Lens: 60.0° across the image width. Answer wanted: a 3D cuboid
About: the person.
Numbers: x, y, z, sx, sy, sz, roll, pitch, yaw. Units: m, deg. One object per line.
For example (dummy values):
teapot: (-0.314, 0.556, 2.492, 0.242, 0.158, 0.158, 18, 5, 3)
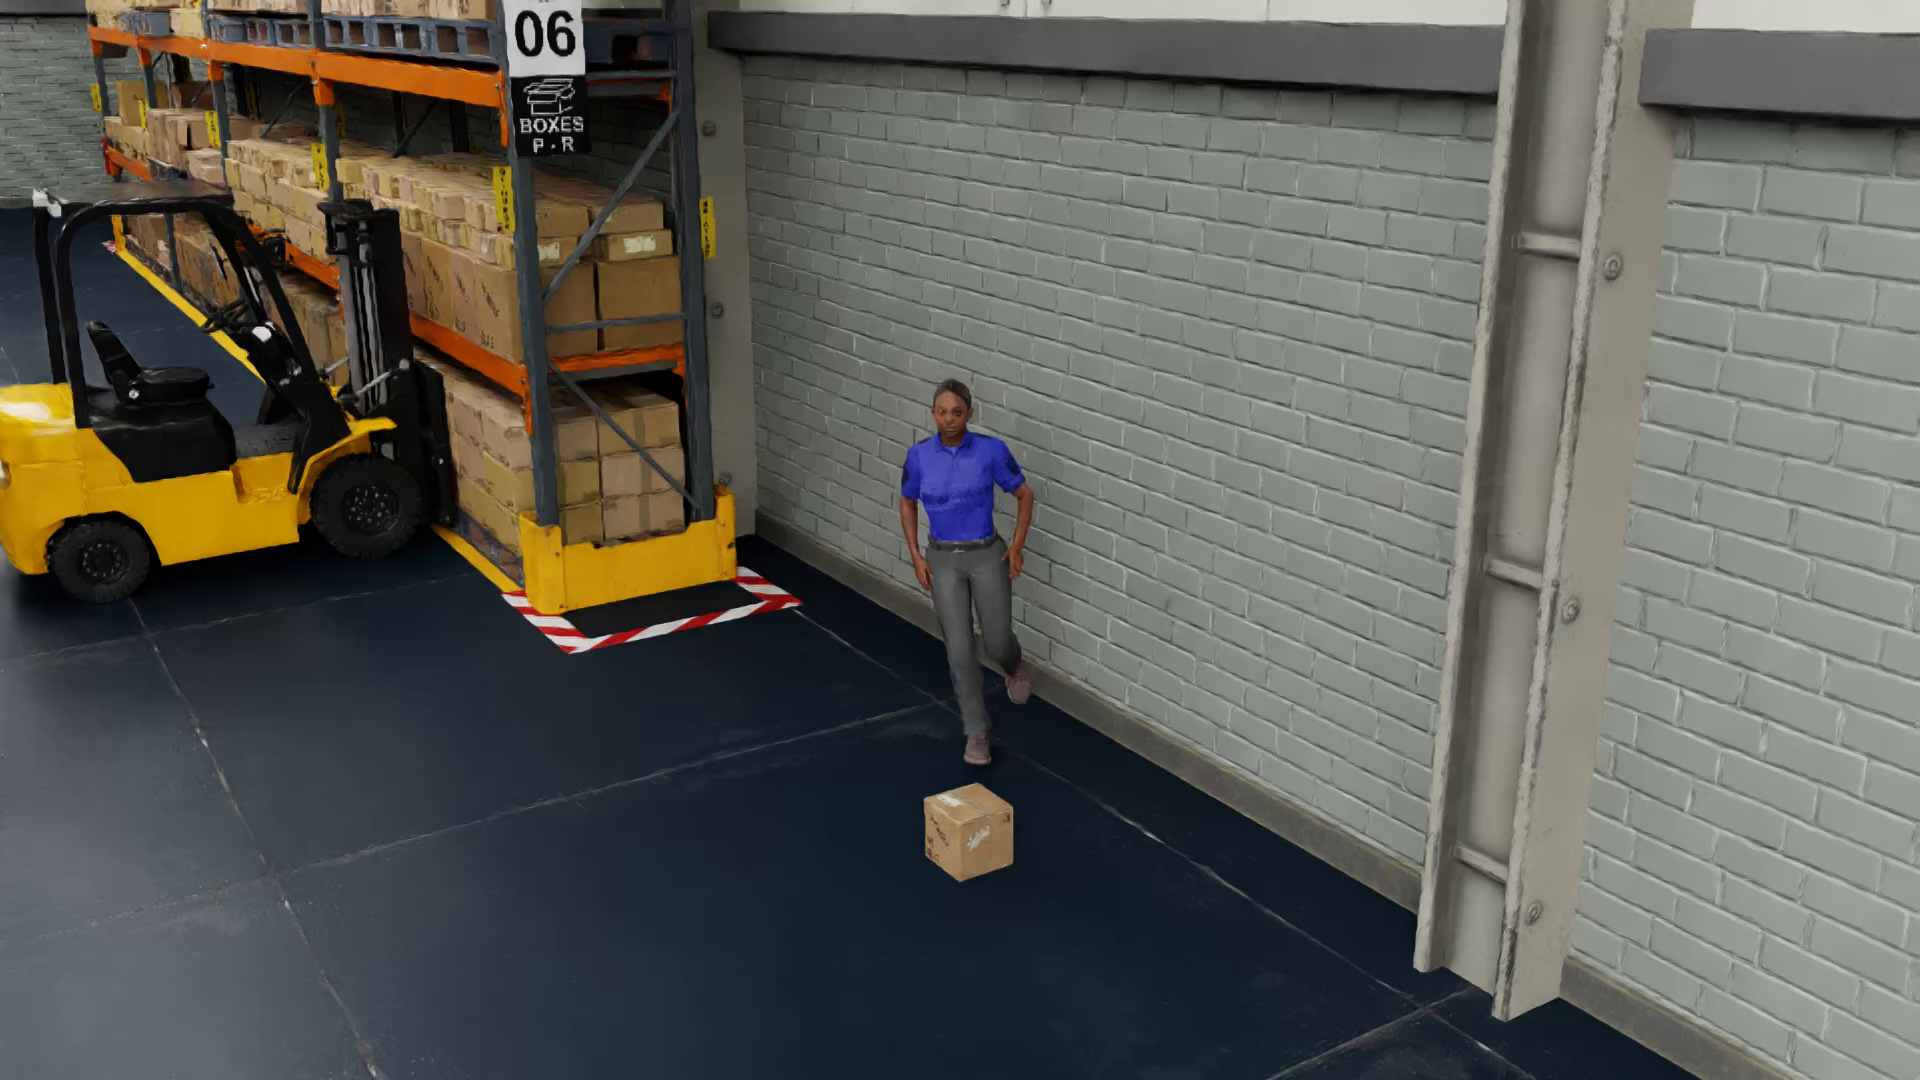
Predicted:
person: (0.018, 0.099, 7.248, 0.586, 1.634, 0.720, 2, 18, 7)
